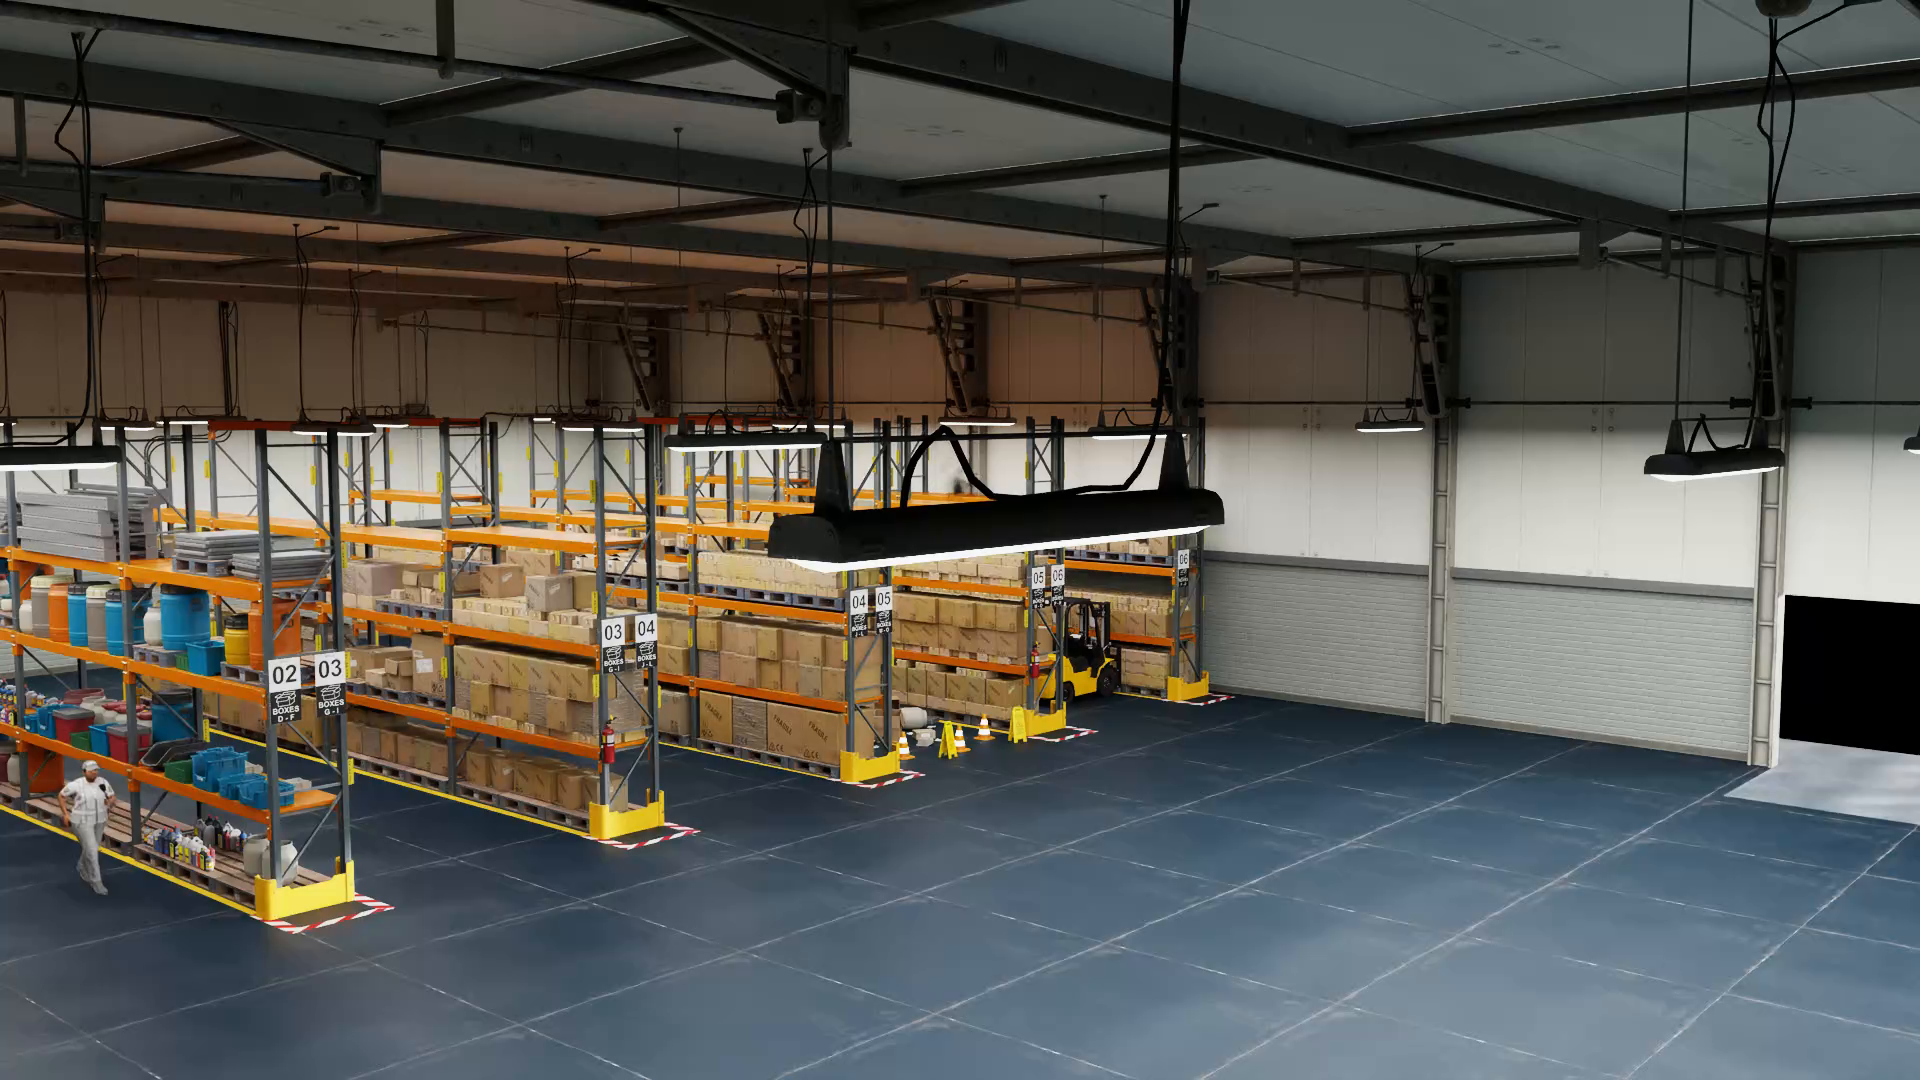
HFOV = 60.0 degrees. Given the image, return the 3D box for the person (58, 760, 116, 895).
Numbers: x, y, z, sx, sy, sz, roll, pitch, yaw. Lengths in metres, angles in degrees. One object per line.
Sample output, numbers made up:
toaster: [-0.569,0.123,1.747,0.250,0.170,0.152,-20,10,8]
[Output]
person: [-11.319,3.695,21.617,0.855,1.711,0.580,3,6,32]
